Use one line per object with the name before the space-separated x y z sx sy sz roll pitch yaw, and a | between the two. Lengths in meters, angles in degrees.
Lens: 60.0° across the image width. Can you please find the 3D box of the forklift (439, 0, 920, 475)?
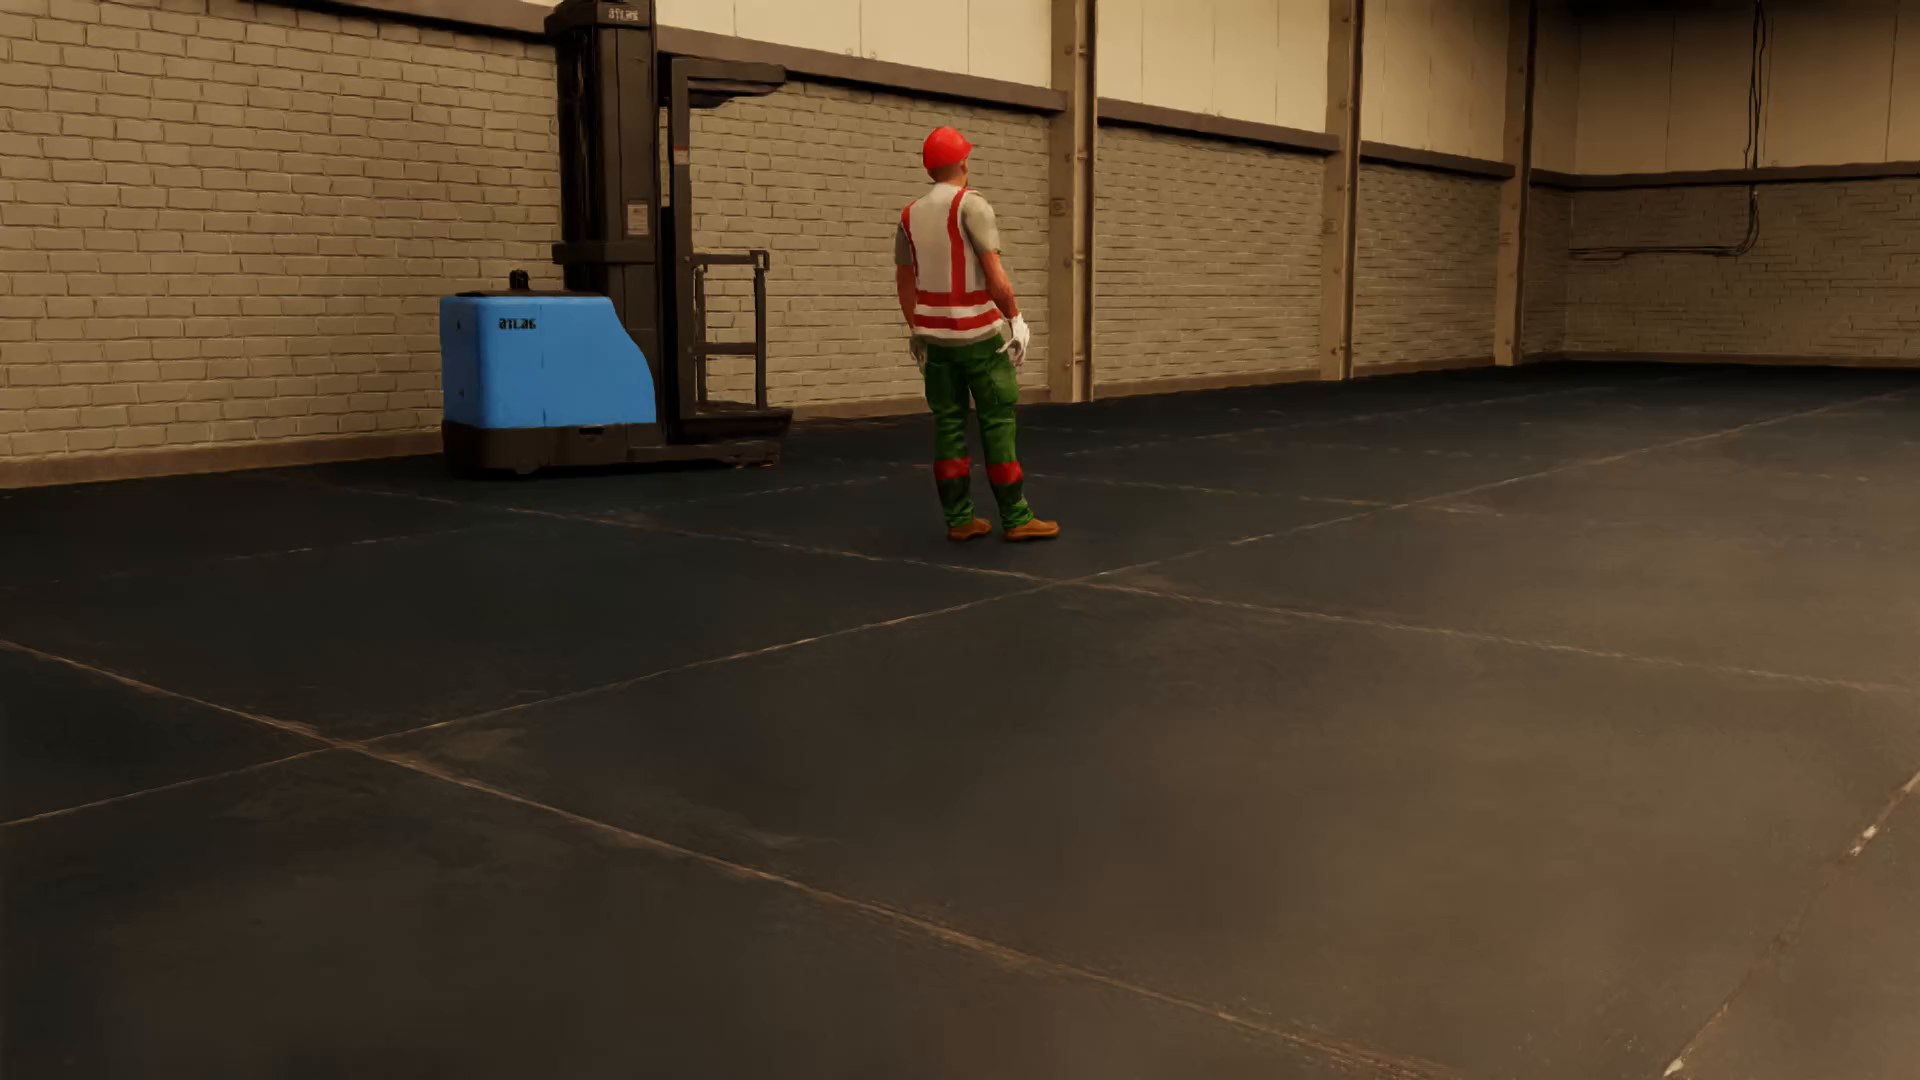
forklift | -1.743 -1.964 10.705 3.031 2.935 1.130 -5 10 -31

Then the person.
person | 0.059 -0.900 7.329 0.637 1.787 0.563 7 11 38
